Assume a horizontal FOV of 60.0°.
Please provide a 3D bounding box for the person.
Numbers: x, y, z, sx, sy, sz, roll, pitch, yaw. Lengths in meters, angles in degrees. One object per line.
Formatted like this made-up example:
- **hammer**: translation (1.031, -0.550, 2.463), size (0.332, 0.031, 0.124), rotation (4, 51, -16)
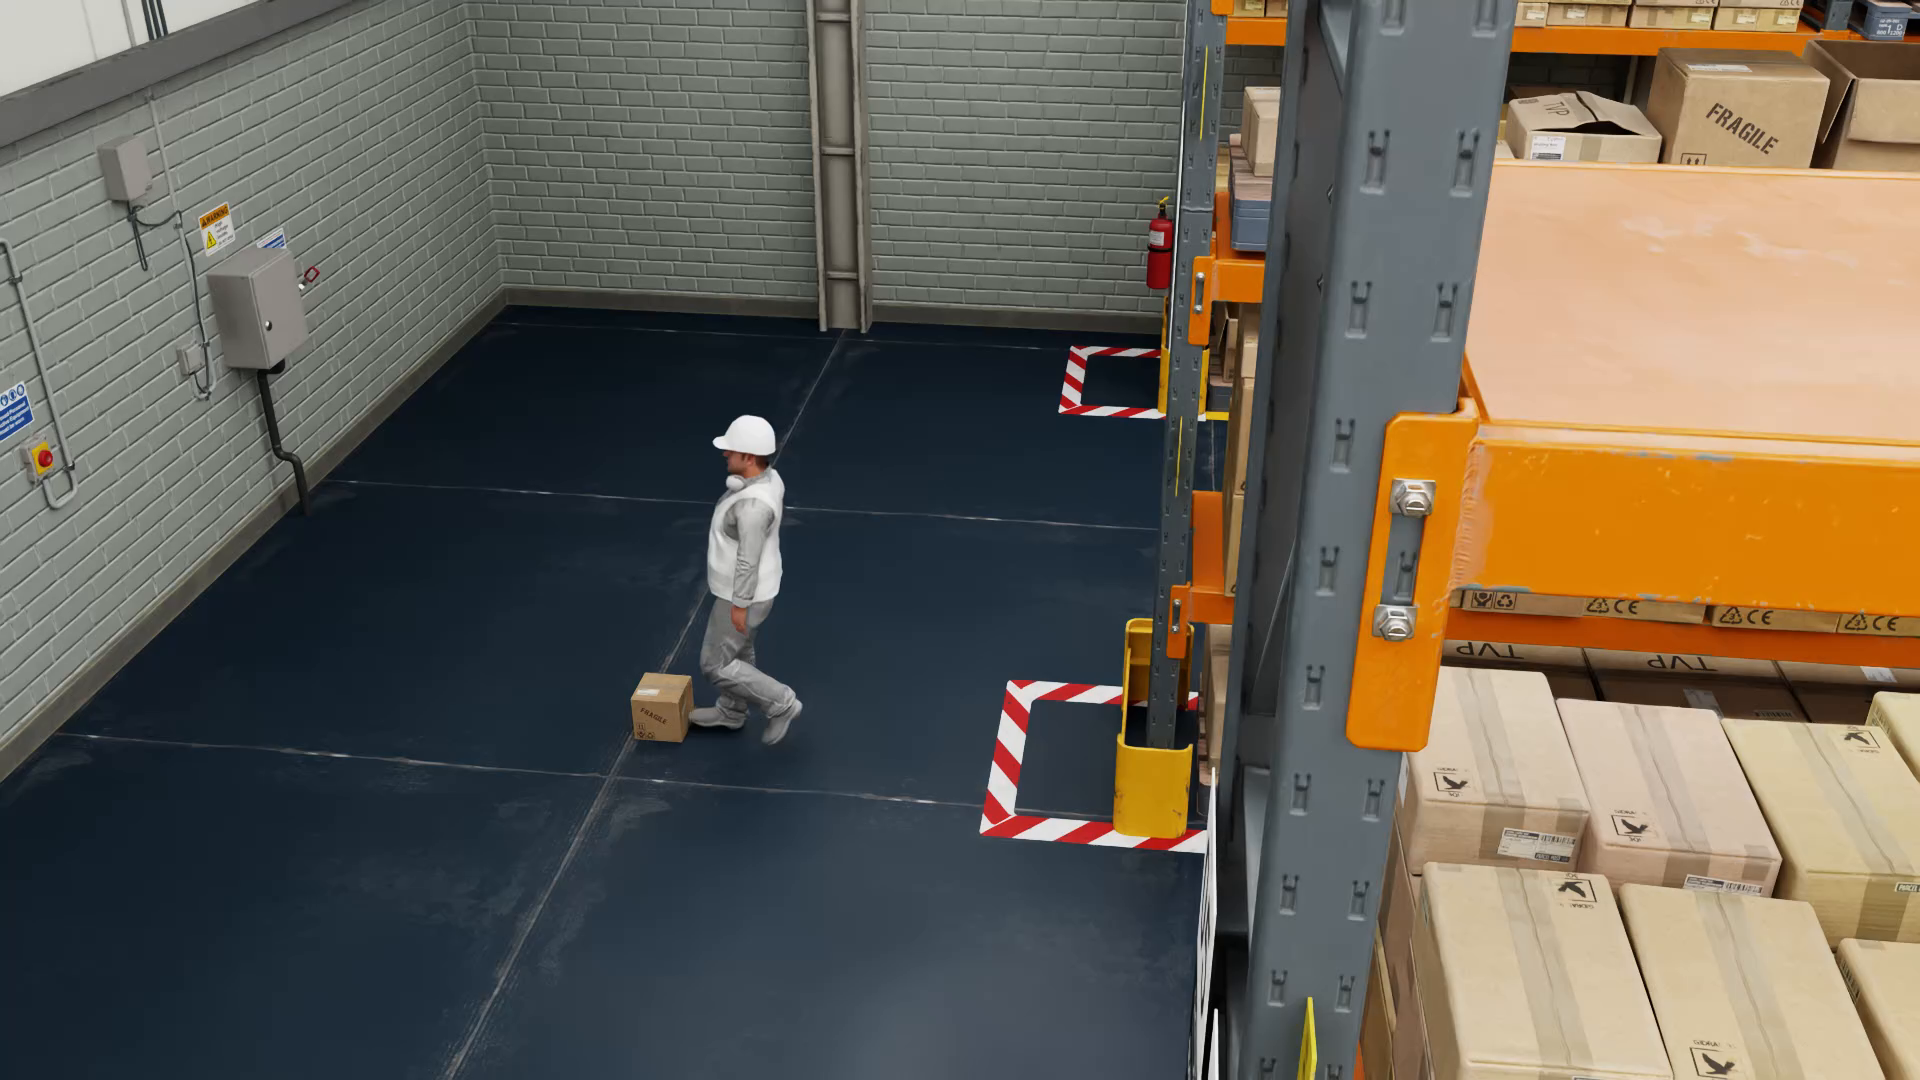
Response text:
- **person**: translation (-1.104, 0.214, 8.175), size (0.630, 1.763, 0.564), rotation (1, 28, 2)
